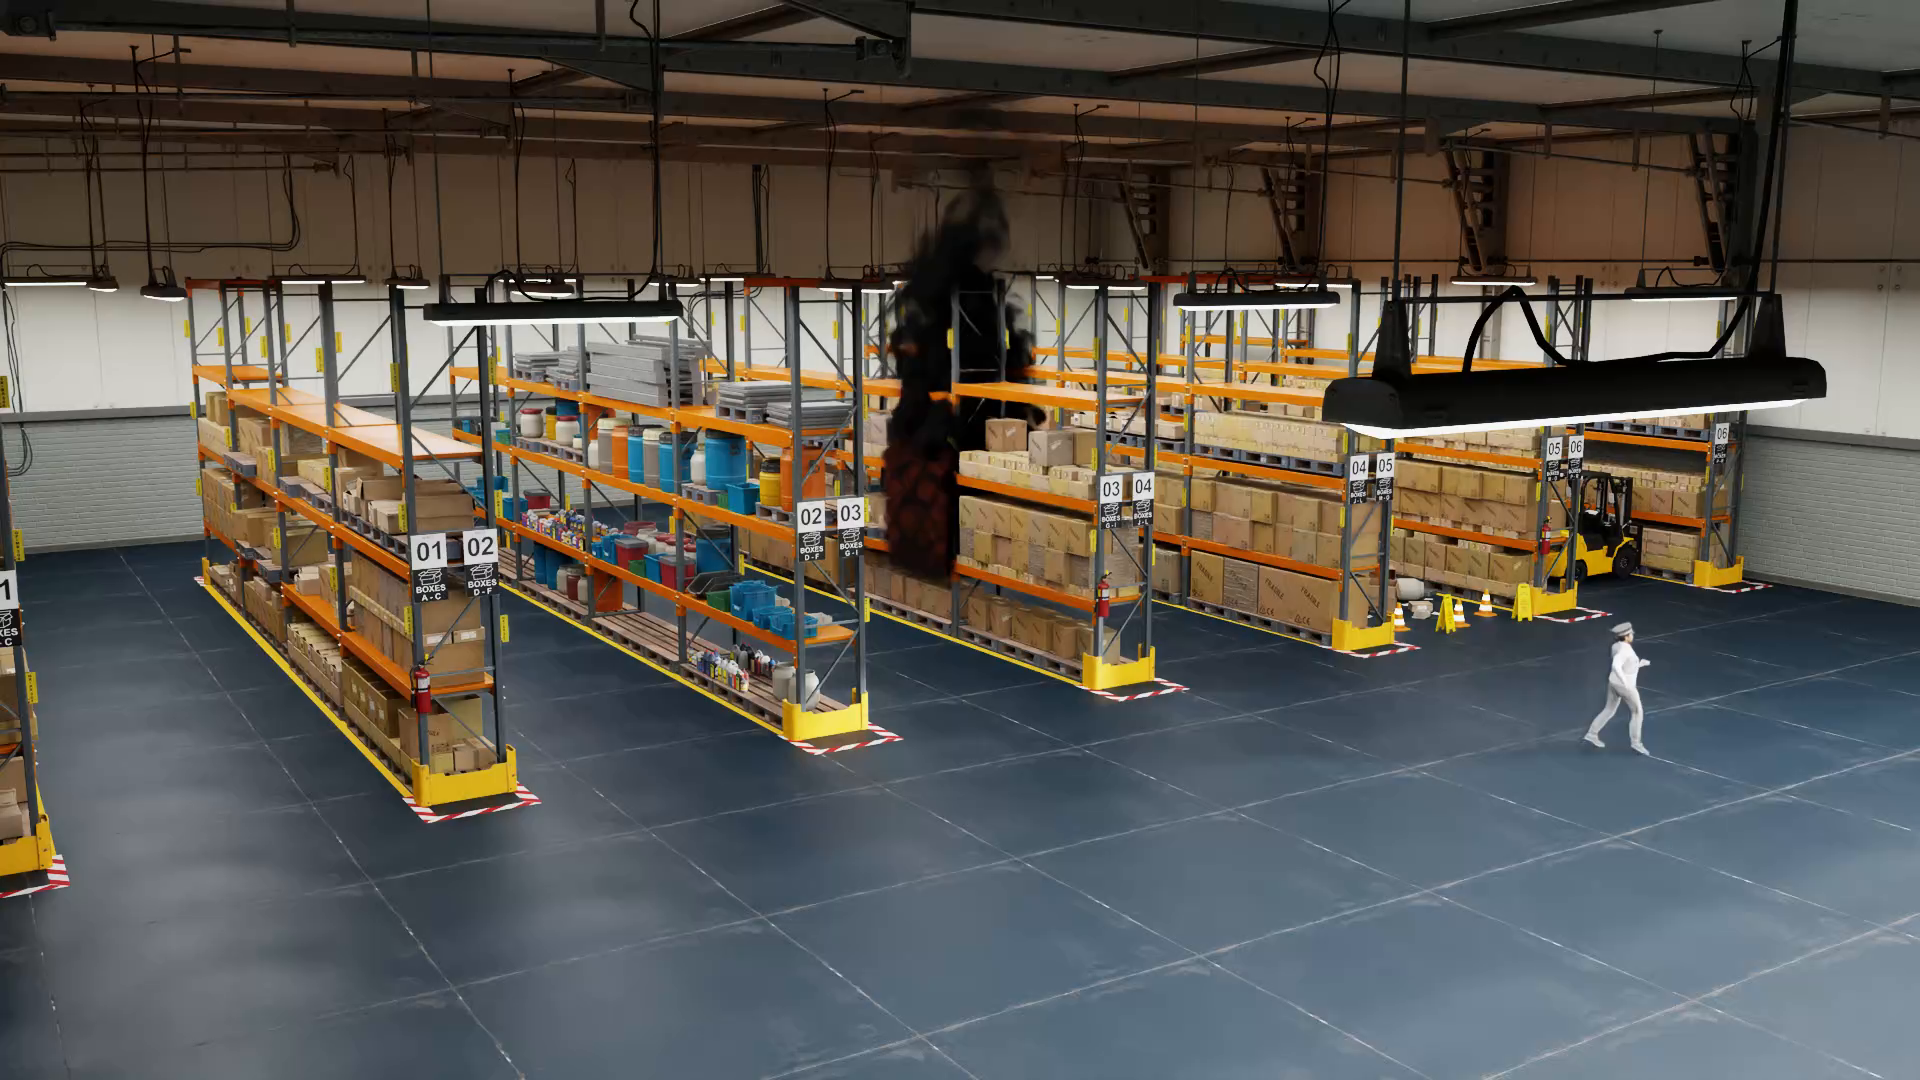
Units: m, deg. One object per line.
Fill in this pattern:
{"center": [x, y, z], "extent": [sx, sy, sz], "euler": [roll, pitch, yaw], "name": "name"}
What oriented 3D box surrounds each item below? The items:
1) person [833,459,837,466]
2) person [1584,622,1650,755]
{"center": [-2.890, -1.029, 39.088], "extent": [0.742, 1.711, 0.993], "euler": [-4, 11, -25], "name": "person"}
{"center": [8.524, 1.918, 21.467], "extent": [0.807, 1.742, 0.587], "euler": [-1, 10, -5], "name": "person"}
